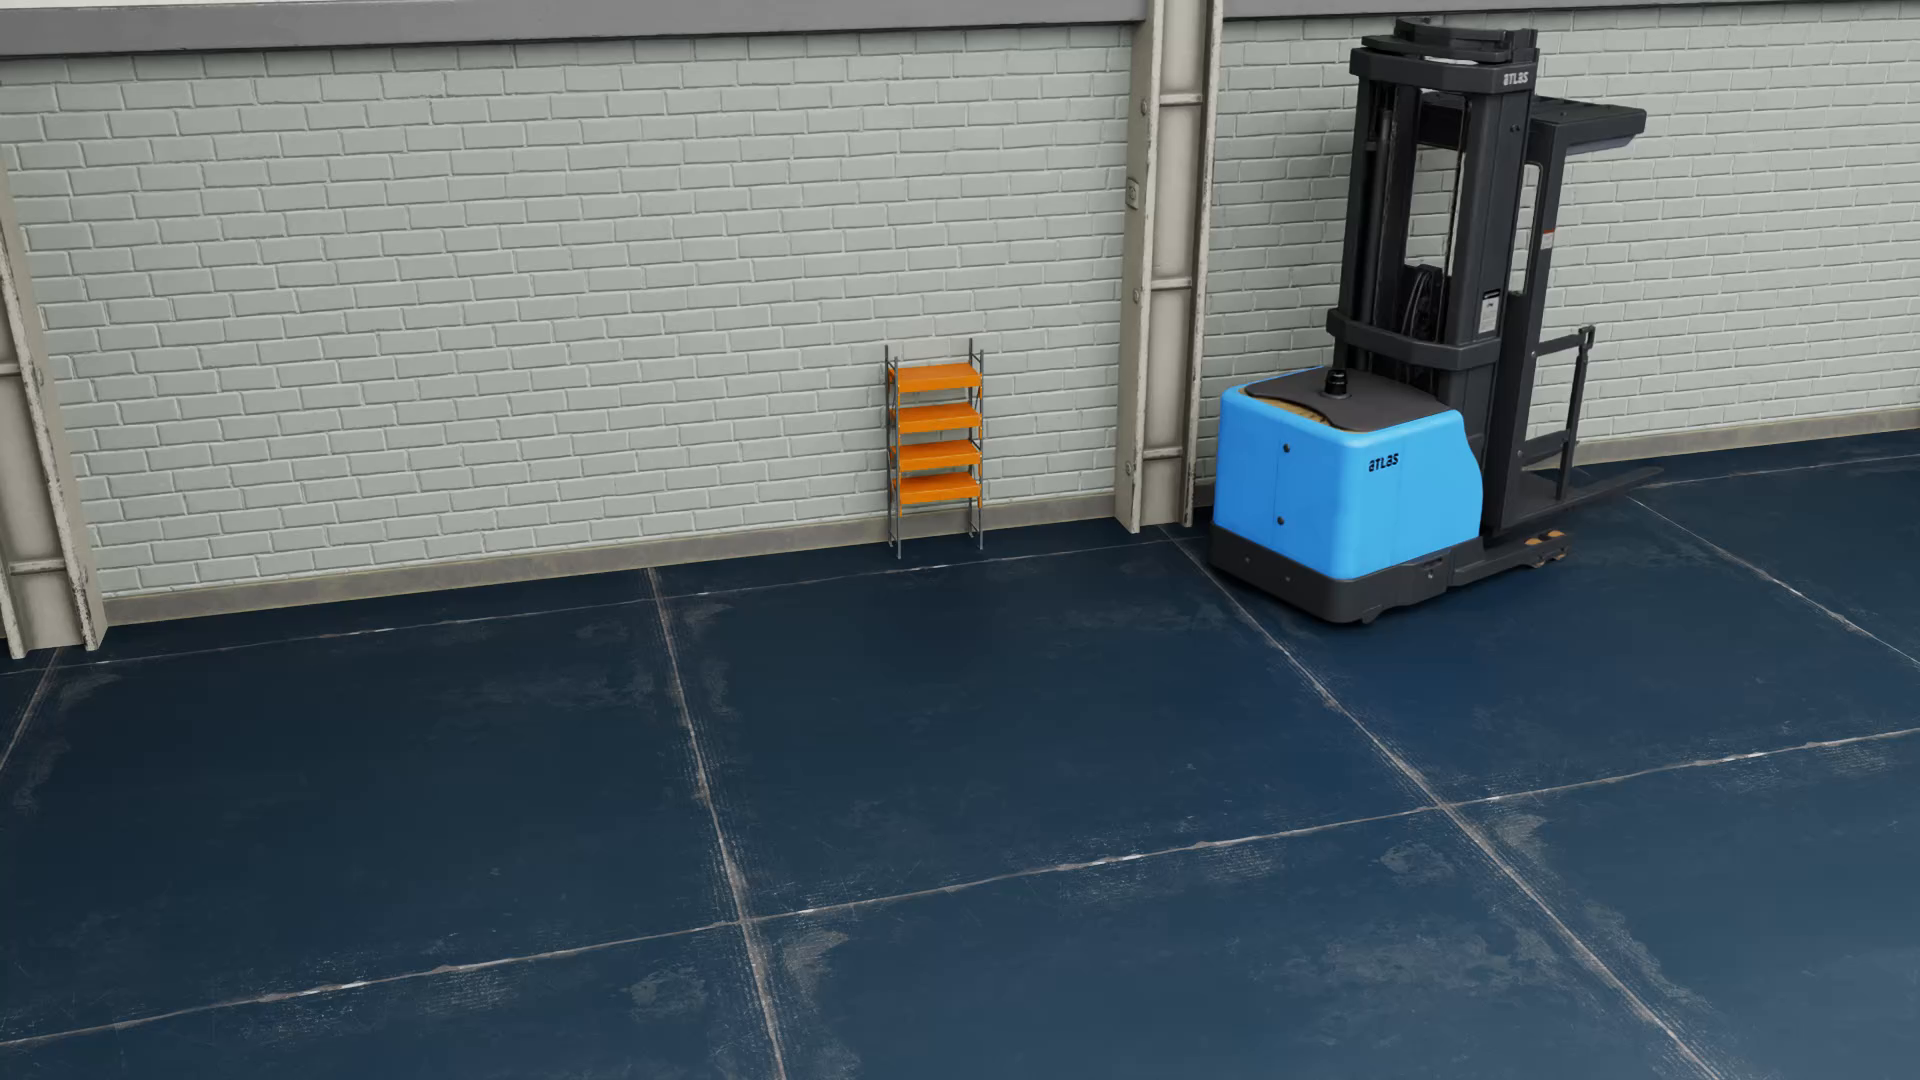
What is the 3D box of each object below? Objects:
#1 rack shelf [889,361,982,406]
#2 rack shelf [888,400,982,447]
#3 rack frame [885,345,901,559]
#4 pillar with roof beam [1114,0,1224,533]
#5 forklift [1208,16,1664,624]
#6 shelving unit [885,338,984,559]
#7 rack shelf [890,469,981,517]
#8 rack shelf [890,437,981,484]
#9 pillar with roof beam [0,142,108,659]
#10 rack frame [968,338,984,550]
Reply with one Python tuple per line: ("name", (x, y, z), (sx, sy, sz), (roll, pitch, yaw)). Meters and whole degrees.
("rack shelf", (-0.144, -0.875, 9.270), (0.480, 0.148, 0.258), (-7, 24, -15))
("rack shelf", (-0.144, -0.658, 9.364), (0.480, 0.148, 0.258), (-7, 24, -15))
("rack frame", (-0.378, -0.487, 9.363), (0.015, 1.200, 0.240), (-7, 24, -15))
("pillar with roof beam", (2.324, -2.621, 4.446), (0.400, 9.000, 9.100), (-6, 24, -14))
("forklift", (2.887, -1.345, 9.168), (3.031, 2.935, 1.130), (-15, 28, -32))
("shelving unit", (-0.144, -0.514, 9.426), (0.503, 1.200, 0.258), (-7, 24, -15))
("rack shelf", (-0.144, -0.270, 9.531), (0.480, 0.148, 0.258), (-7, 24, -15))
("rack shelf", (-0.144, -0.452, 9.453), (0.480, 0.148, 0.258), (-7, 24, -15))
("pillar with roof beam", (-3.453, -1.982, 2.956), (0.400, 9.000, 9.100), (-6, 24, -14))
("rack frame", (0.091, -0.541, 9.488), (0.015, 1.200, 0.240), (-7, 24, -15))
